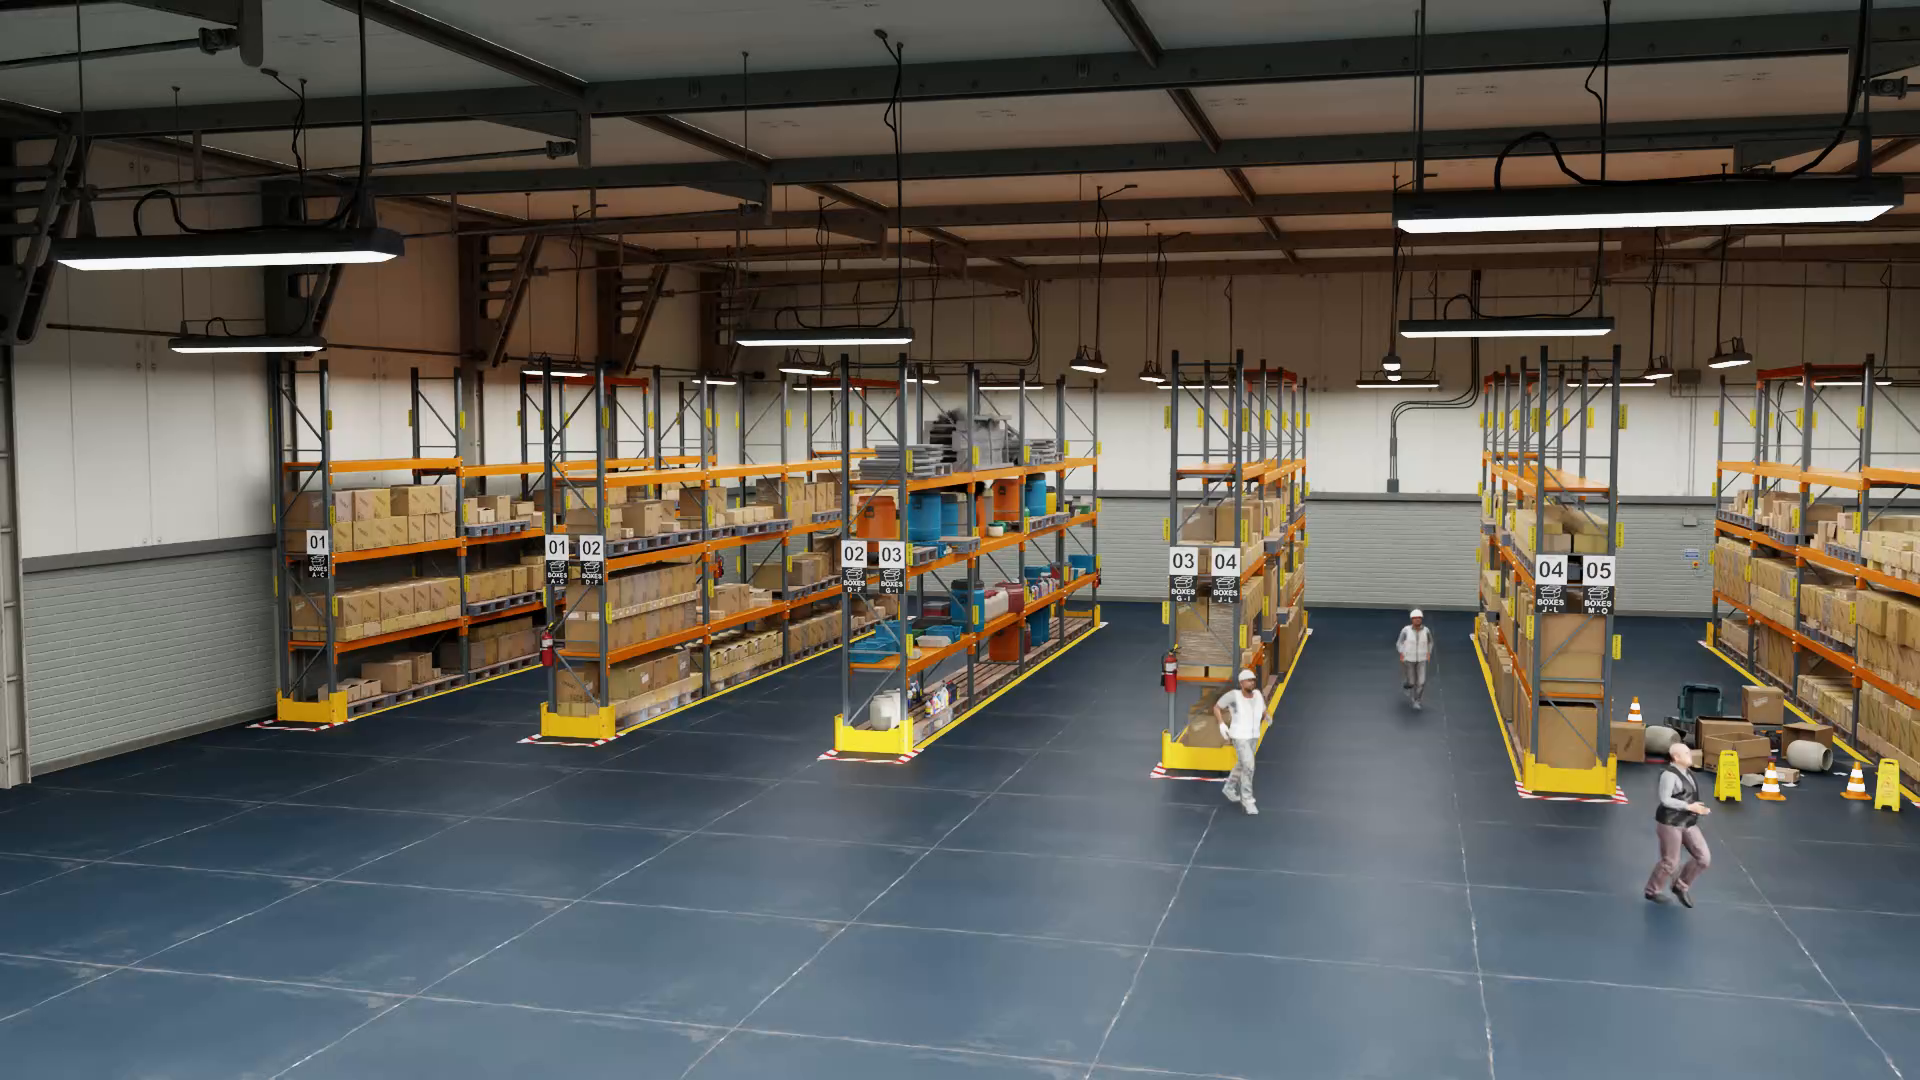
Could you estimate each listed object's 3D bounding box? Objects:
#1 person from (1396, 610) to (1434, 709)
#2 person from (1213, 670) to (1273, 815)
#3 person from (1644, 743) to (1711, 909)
[{"bbox_3d":[7.934,2.063,29.005,0.647,1.726,0.637,0,4,5],"label":"person"},{"bbox_3d":[3.668,2.575,21.443,0.663,1.832,0.810,-3,5,-35],"label":"person"},{"bbox_3d":[7.350,2.932,16.988,0.646,1.720,0.701,-3,5,-37],"label":"person"}]
